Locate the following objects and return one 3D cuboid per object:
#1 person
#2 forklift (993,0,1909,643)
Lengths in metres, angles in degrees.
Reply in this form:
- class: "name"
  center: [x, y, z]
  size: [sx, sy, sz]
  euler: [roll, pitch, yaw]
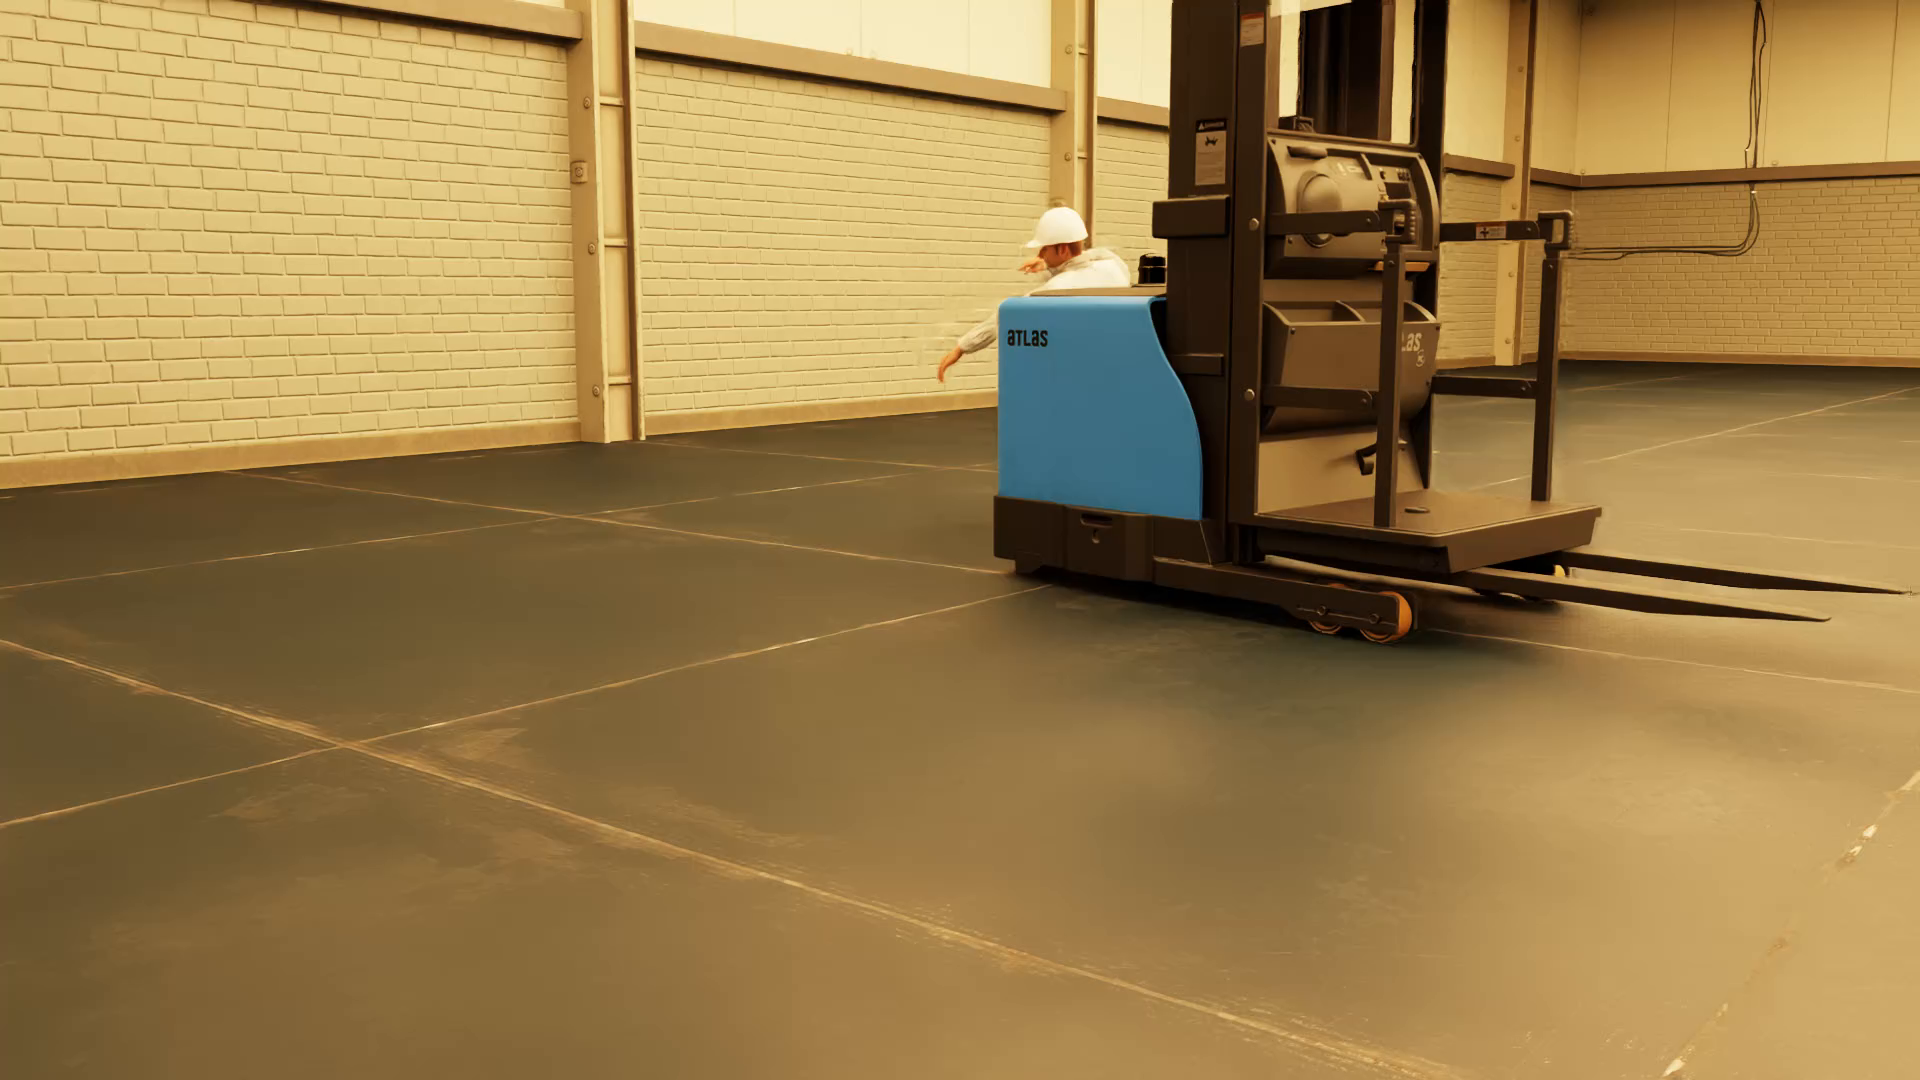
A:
- class: "person"
  center: [0.410, -0.832, 7.982]
  size: [0.888, 1.482, 0.976]
  euler: [2, 9, 14]
- class: "forklift"
  center: [1.504, -1.211, 5.557]
  size: [1.130, 2.935, 3.031]
  euler: [-8, 11, -43]
